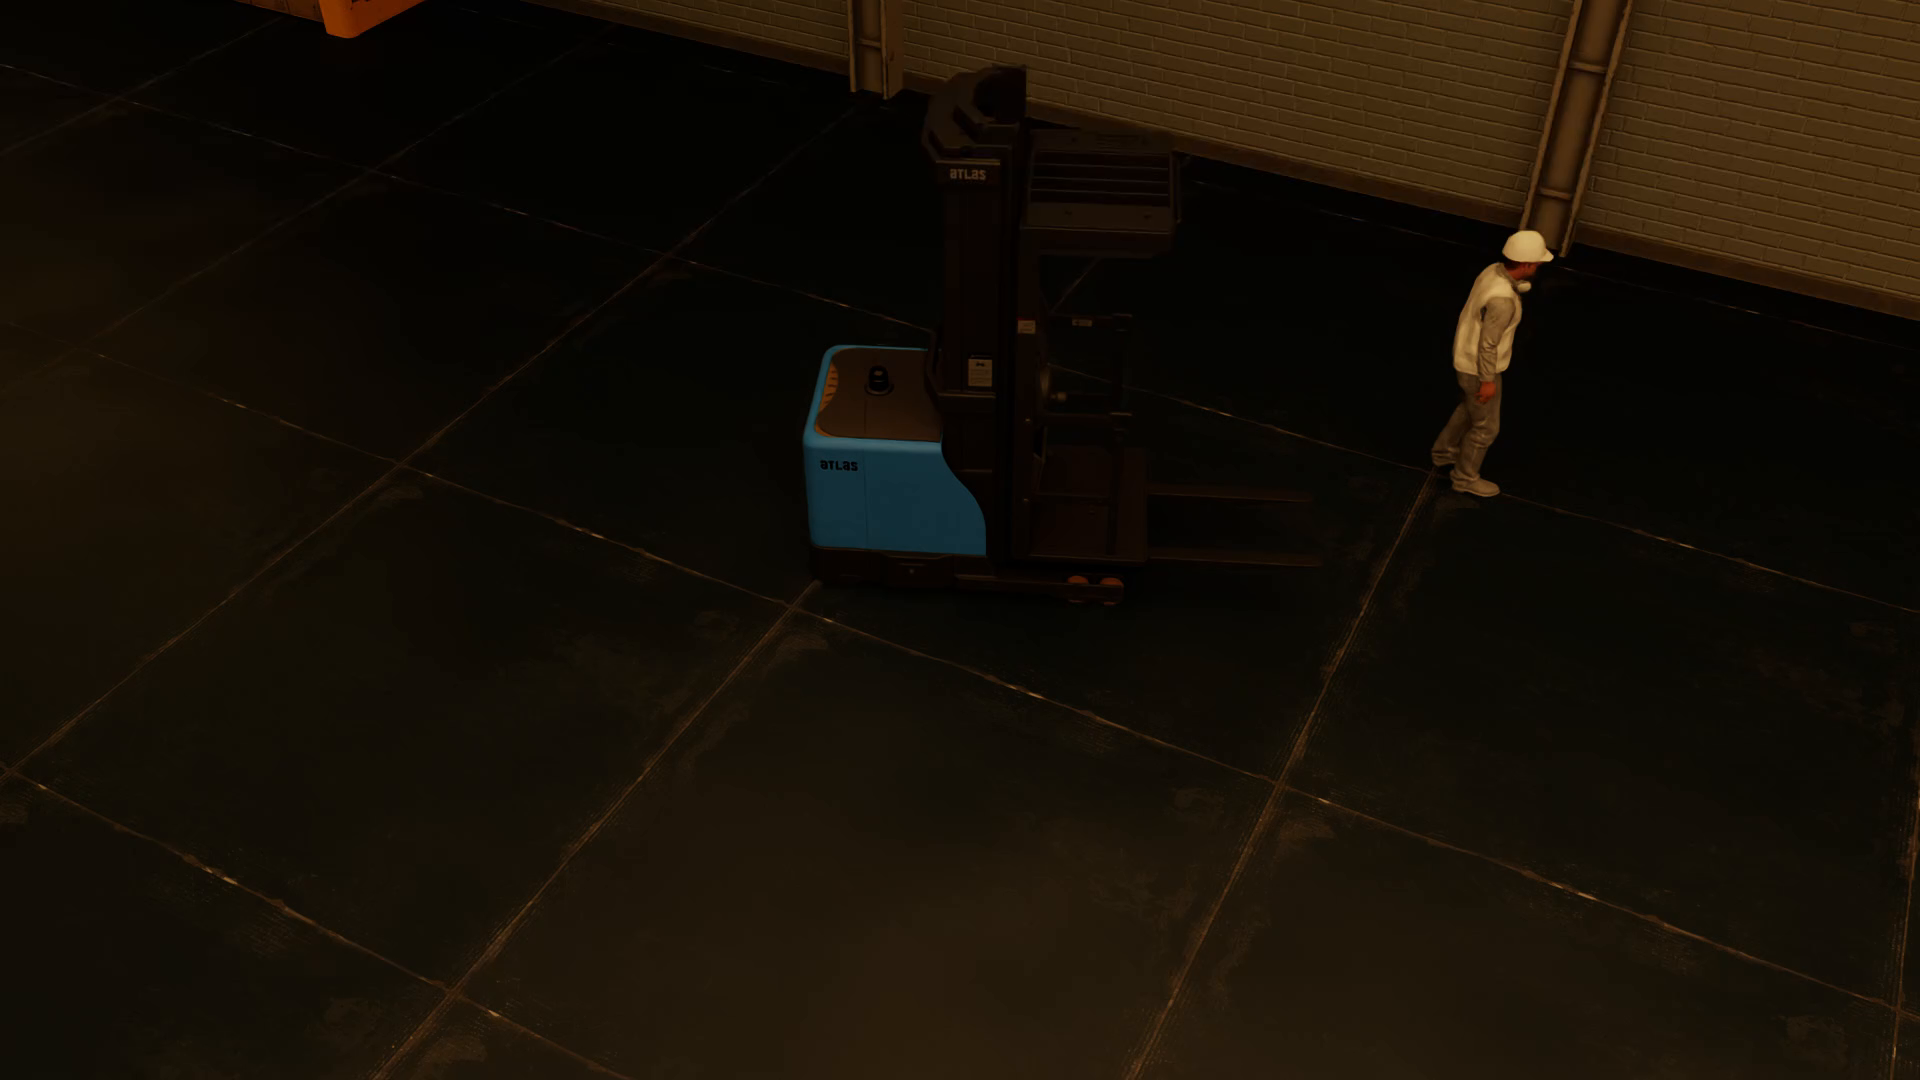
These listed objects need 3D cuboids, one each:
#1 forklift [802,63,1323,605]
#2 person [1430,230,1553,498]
[{"bbox_3d":[0.644,-1.096,9.288,3.031,2.935,1.130,3,40,4],"label":"forklift"},{"bbox_3d":[3.256,-1.113,10.219,0.471,1.766,0.632,9,41,11],"label":"person"}]
